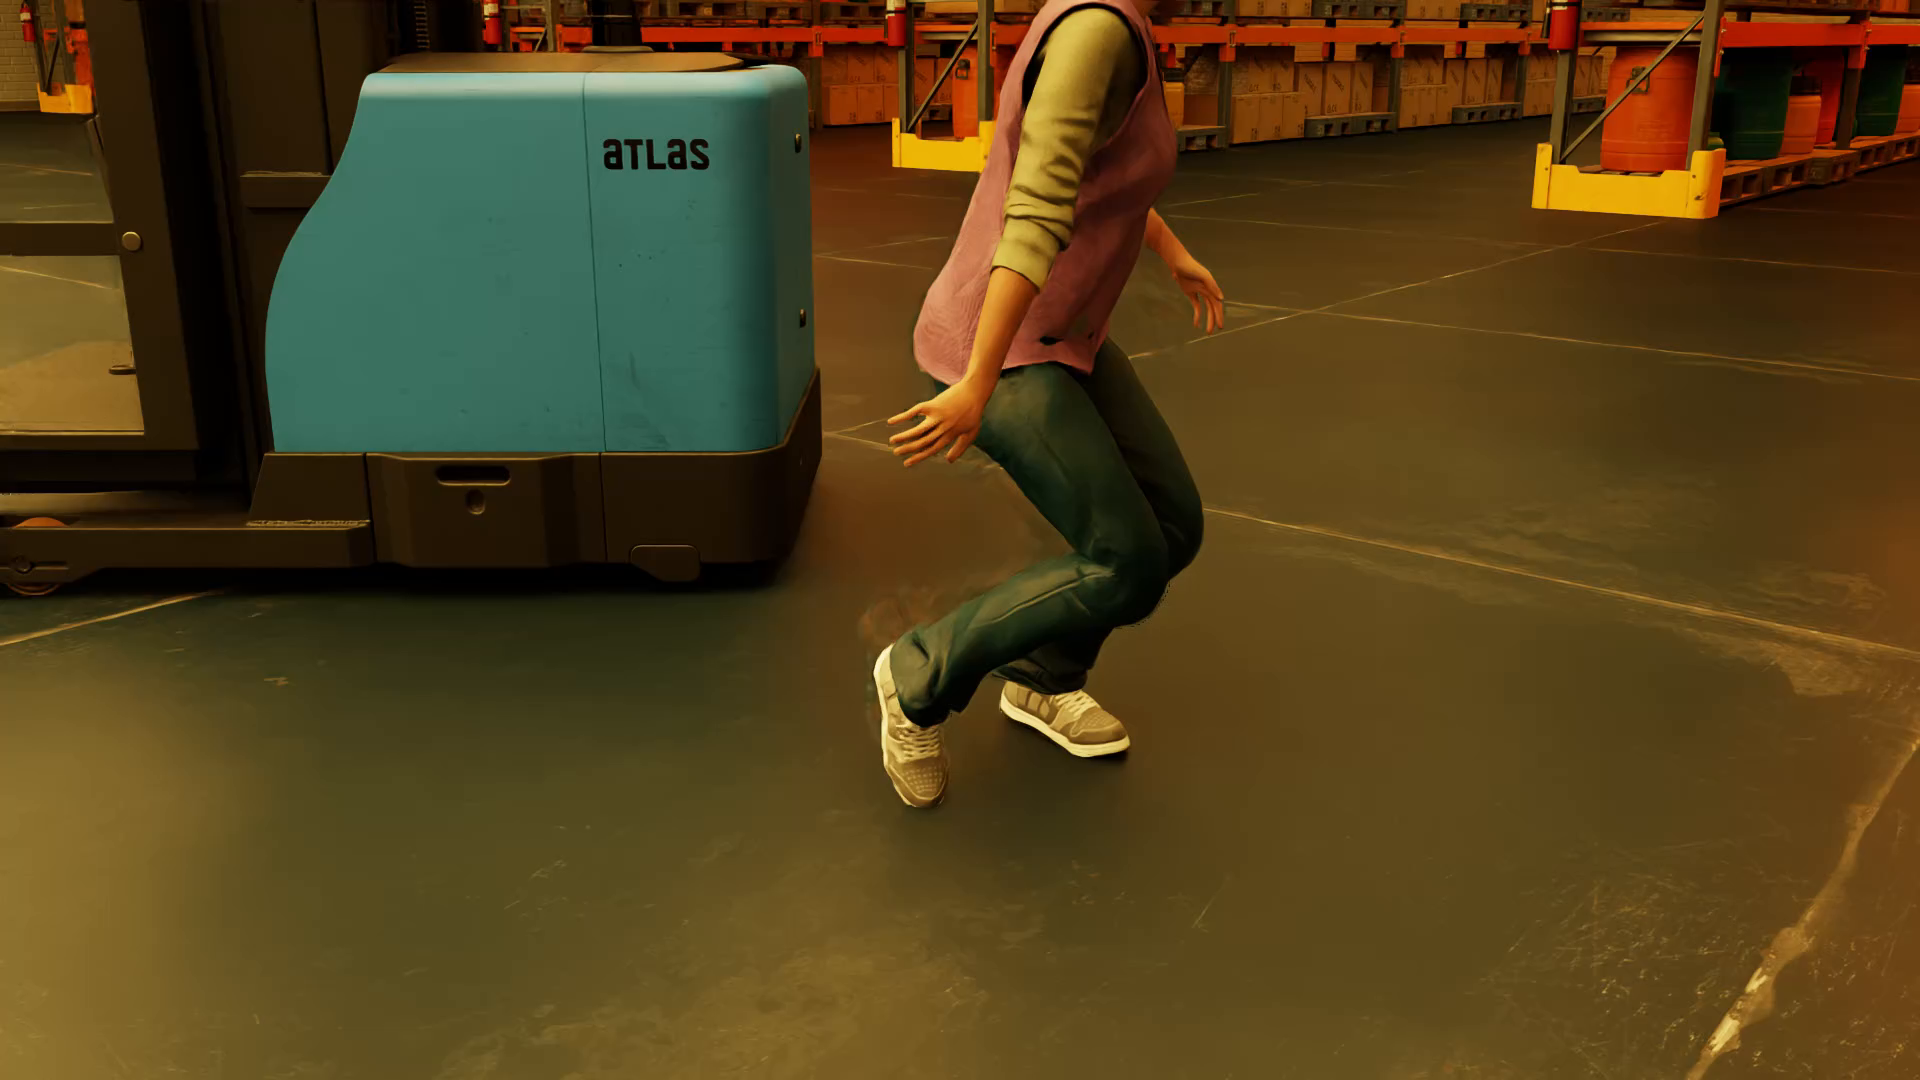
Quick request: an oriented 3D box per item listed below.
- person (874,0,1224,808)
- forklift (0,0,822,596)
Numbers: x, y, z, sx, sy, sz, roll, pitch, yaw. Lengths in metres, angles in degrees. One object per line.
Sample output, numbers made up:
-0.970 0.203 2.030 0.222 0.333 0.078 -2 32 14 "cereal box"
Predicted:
0.121 -0.275 2.458 0.477 1.422 0.822 6 18 18 "person"
-1.884 -1.436 3.627 3.031 2.935 1.130 0 17 0 "forklift"
